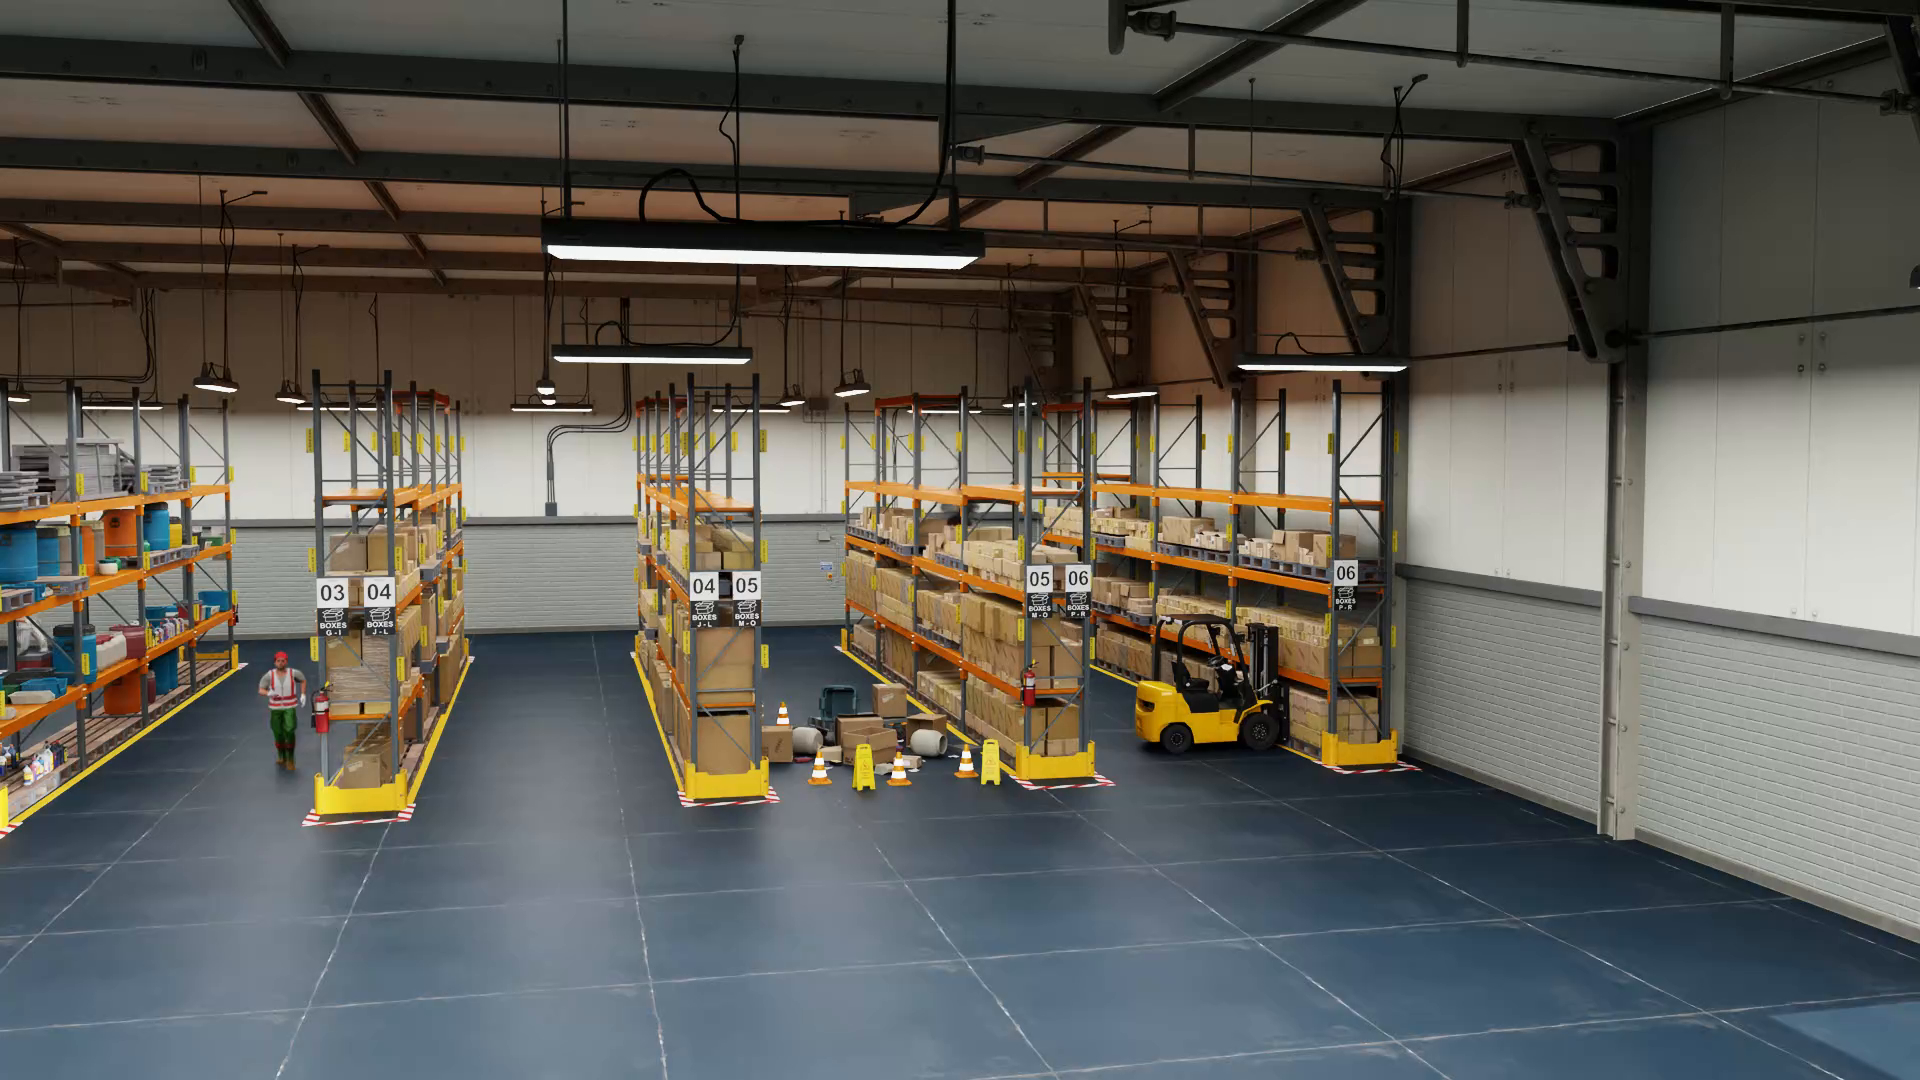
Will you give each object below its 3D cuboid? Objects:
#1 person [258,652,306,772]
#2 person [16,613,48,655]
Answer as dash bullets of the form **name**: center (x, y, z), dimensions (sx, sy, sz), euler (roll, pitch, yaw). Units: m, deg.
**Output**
- **person**: center (-10.415, 2.634, 25.553), dimensions (0.664, 1.852, 0.777), euler (-1, 3, -16)
- **person**: center (-20.541, 1.991, 36.690), dimensions (0.913, 1.810, 0.665), euler (1, 4, 21)
